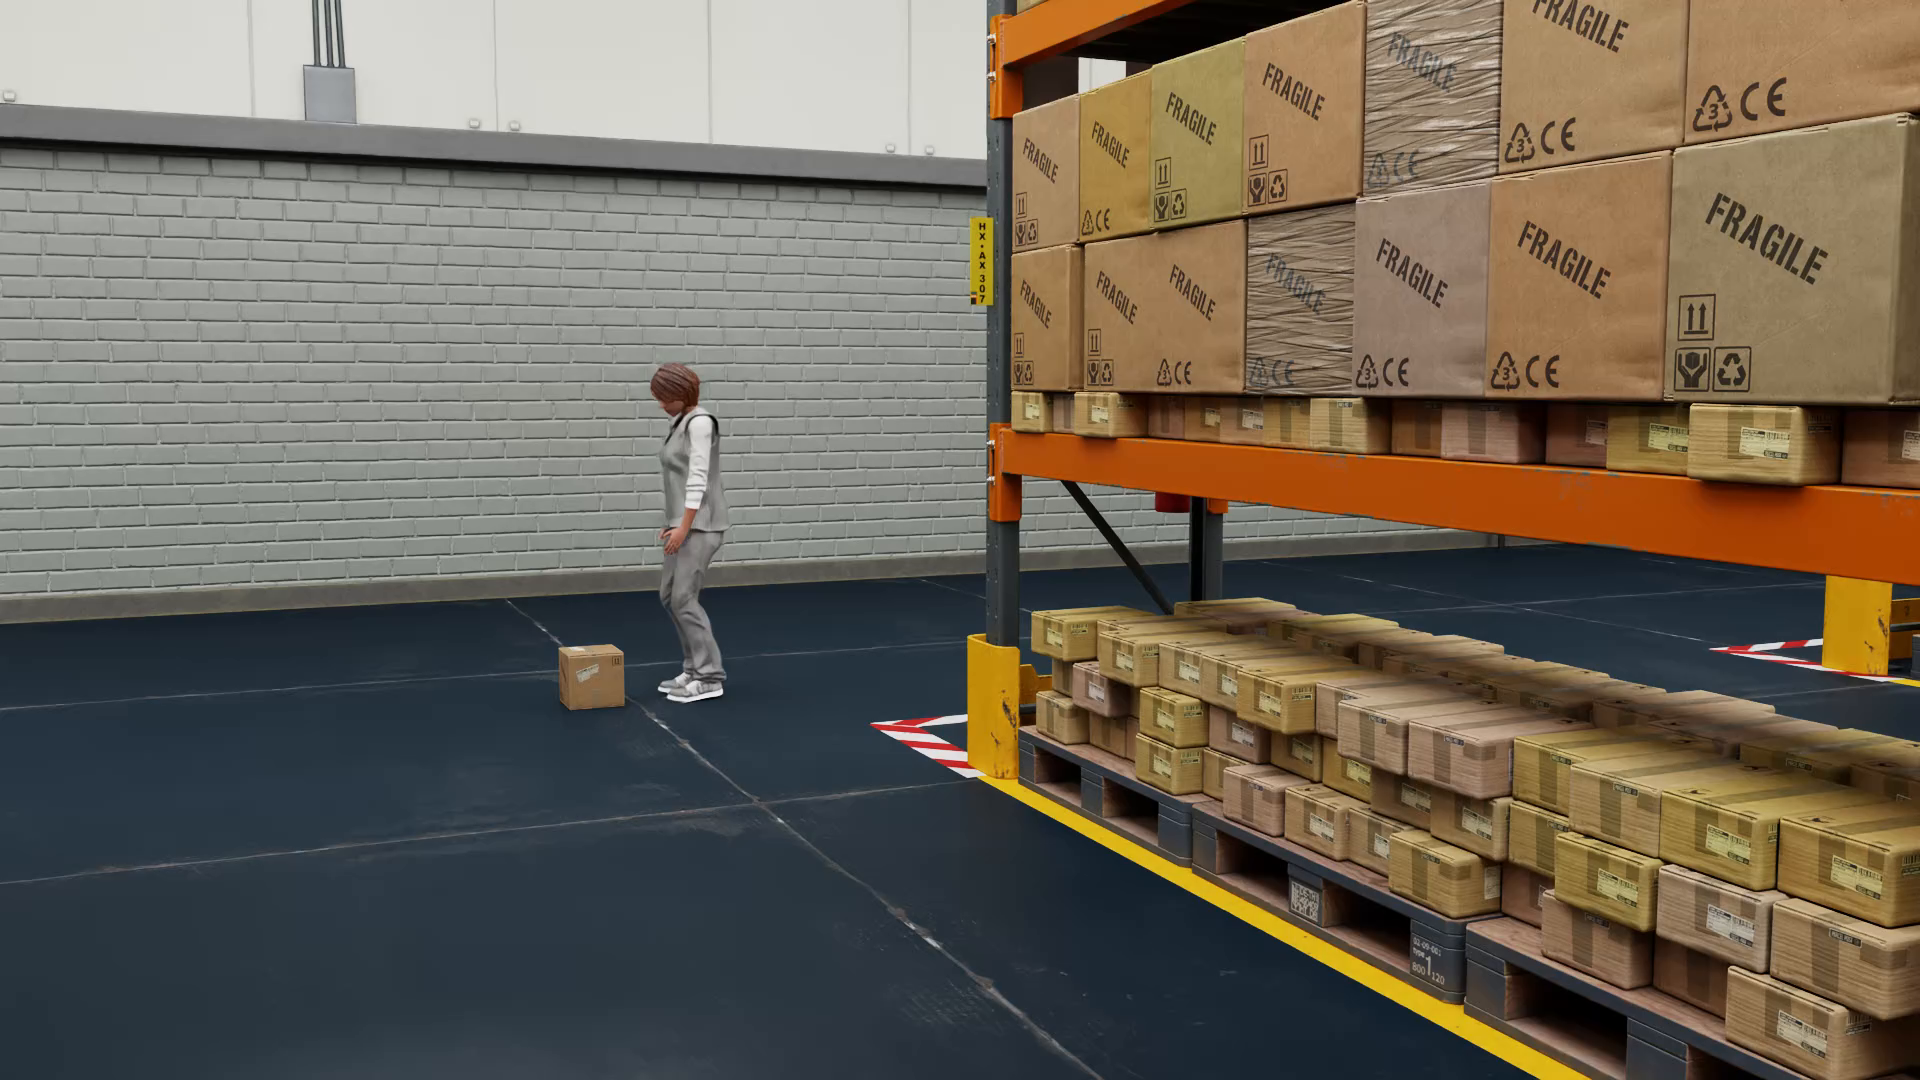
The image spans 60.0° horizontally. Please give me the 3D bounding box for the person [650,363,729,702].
[{"bbox_3d":[-1.256,-0.030,7.768,0.354,1.556,0.420,-2,6,-22],"label":"person"}]
